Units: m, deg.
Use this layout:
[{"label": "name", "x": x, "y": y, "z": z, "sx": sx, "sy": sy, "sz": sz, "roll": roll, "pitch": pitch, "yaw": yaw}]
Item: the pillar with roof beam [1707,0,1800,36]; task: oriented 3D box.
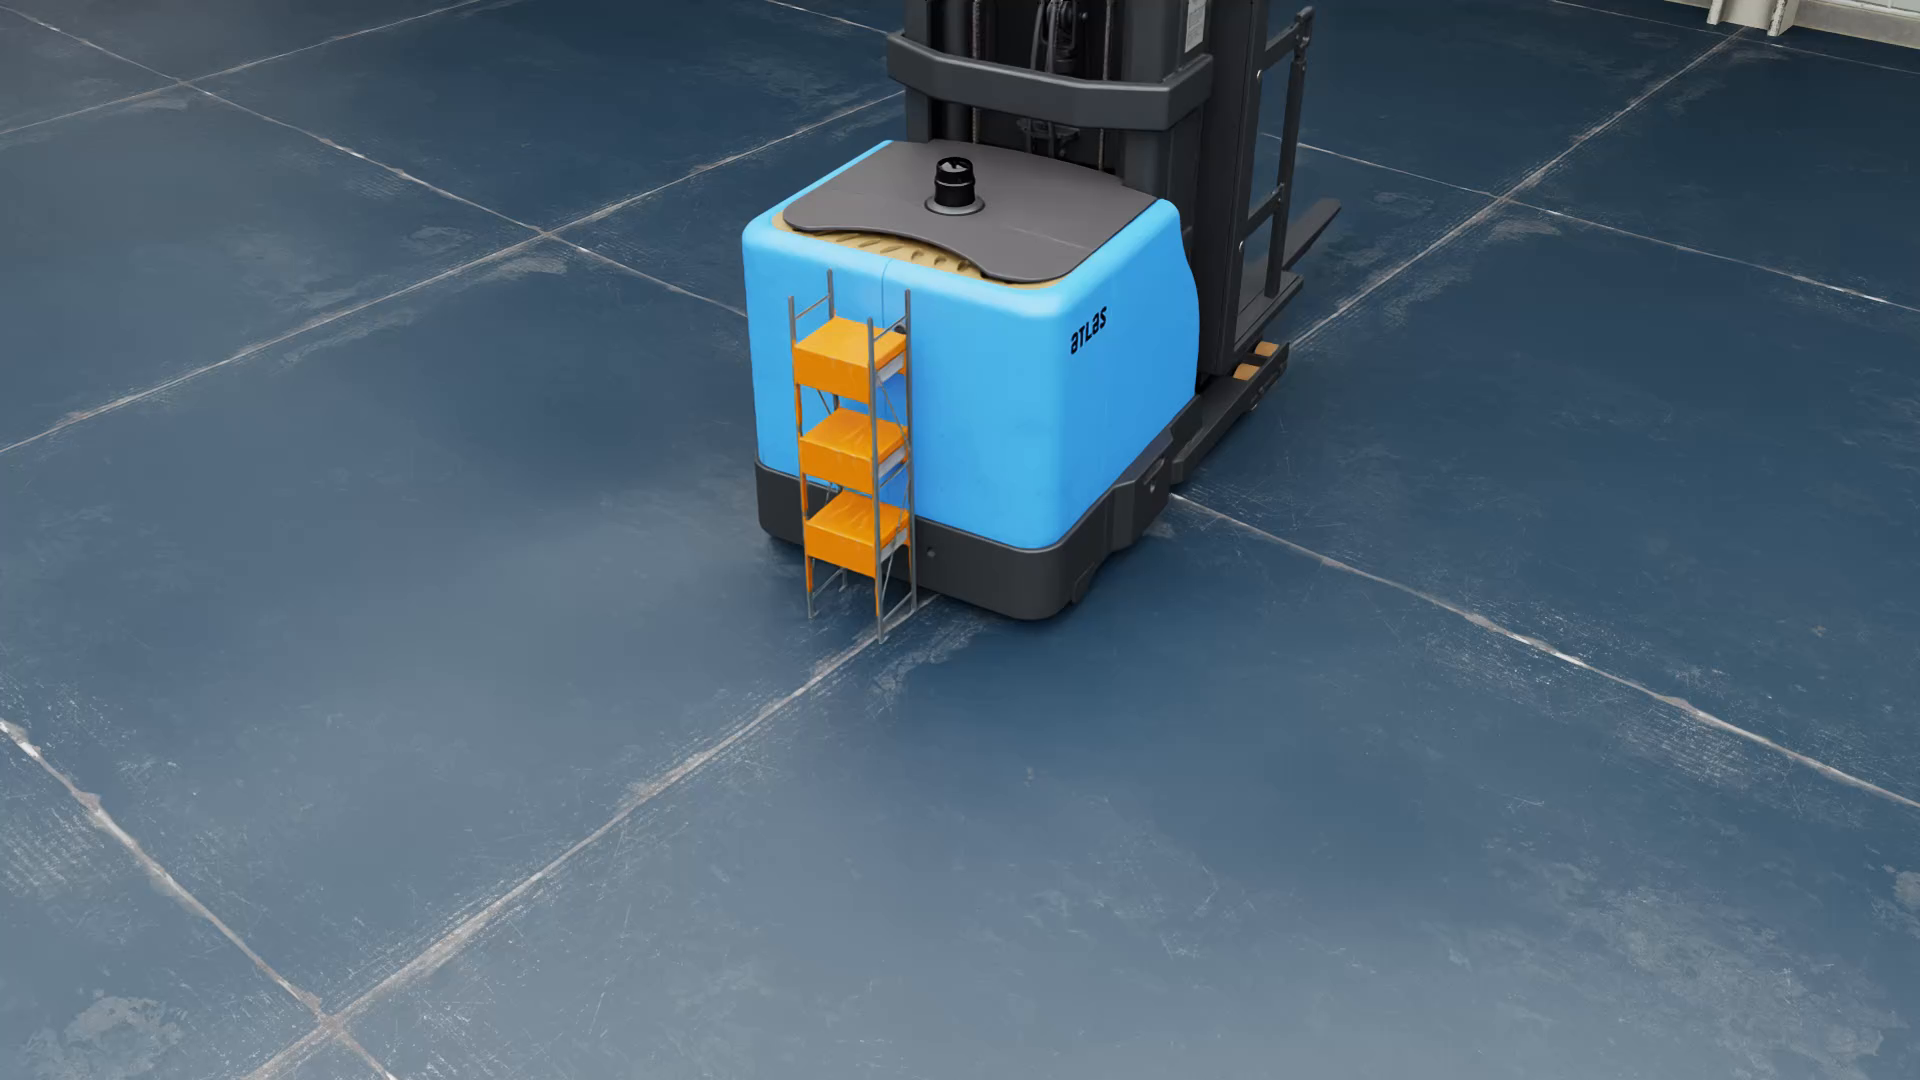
[{"label": "pillar with roof beam", "x": 1.804, "y": -4.818, "z": 4.317, "sx": 0.400, "sy": 9.000, "sz": 9.100, "roll": 25, "pitch": 42, "yaw": 32}]

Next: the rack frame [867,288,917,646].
[{"label": "rack frame", "x": -0.182, "y": -0.177, "z": 4.580, "sx": 0.008, "sy": 1.050, "sz": 0.200, "roll": 18, "pitch": 38, "yaw": 24}]

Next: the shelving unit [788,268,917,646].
[{"label": "shelving unit", "x": -0.288, "y": -0.211, "z": 4.630, "sx": 0.252, "sy": 1.050, "sz": 0.215, "roll": 18, "pitch": 38, "yaw": 24}]

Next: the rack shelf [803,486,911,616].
[{"label": "rack shelf", "x": -0.288, "y": 0.027, "z": 4.793, "sx": 0.240, "sy": 0.259, "sz": 0.215, "roll": 18, "pitch": 38, "yaw": 24}]

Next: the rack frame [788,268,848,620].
[{"label": "rack frame", "x": -0.394, "y": -0.245, "z": 4.680, "sx": 0.008, "sy": 1.050, "sz": 0.200, "roll": 18, "pitch": 38, "yaw": 24}]

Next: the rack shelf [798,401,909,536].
[{"label": "rack shelf", "x": -0.288, "y": -0.202, "z": 4.636, "sx": 0.240, "sy": 0.259, "sz": 0.215, "roll": 18, "pitch": 38, "yaw": 24}]

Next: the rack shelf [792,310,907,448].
[{"label": "rack shelf", "x": -0.288, "y": -0.436, "z": 4.475, "sx": 0.240, "sy": 0.259, "sz": 0.215, "roll": 18, "pitch": 38, "yaw": 24}]

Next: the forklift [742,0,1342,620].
[{"label": "forklift", "x": 0.541, "y": -1.786, "z": 5.262, "sx": 1.130, "sy": 2.935, "sz": 3.031, "roll": 18, "pitch": 38, "yaw": 24}]
